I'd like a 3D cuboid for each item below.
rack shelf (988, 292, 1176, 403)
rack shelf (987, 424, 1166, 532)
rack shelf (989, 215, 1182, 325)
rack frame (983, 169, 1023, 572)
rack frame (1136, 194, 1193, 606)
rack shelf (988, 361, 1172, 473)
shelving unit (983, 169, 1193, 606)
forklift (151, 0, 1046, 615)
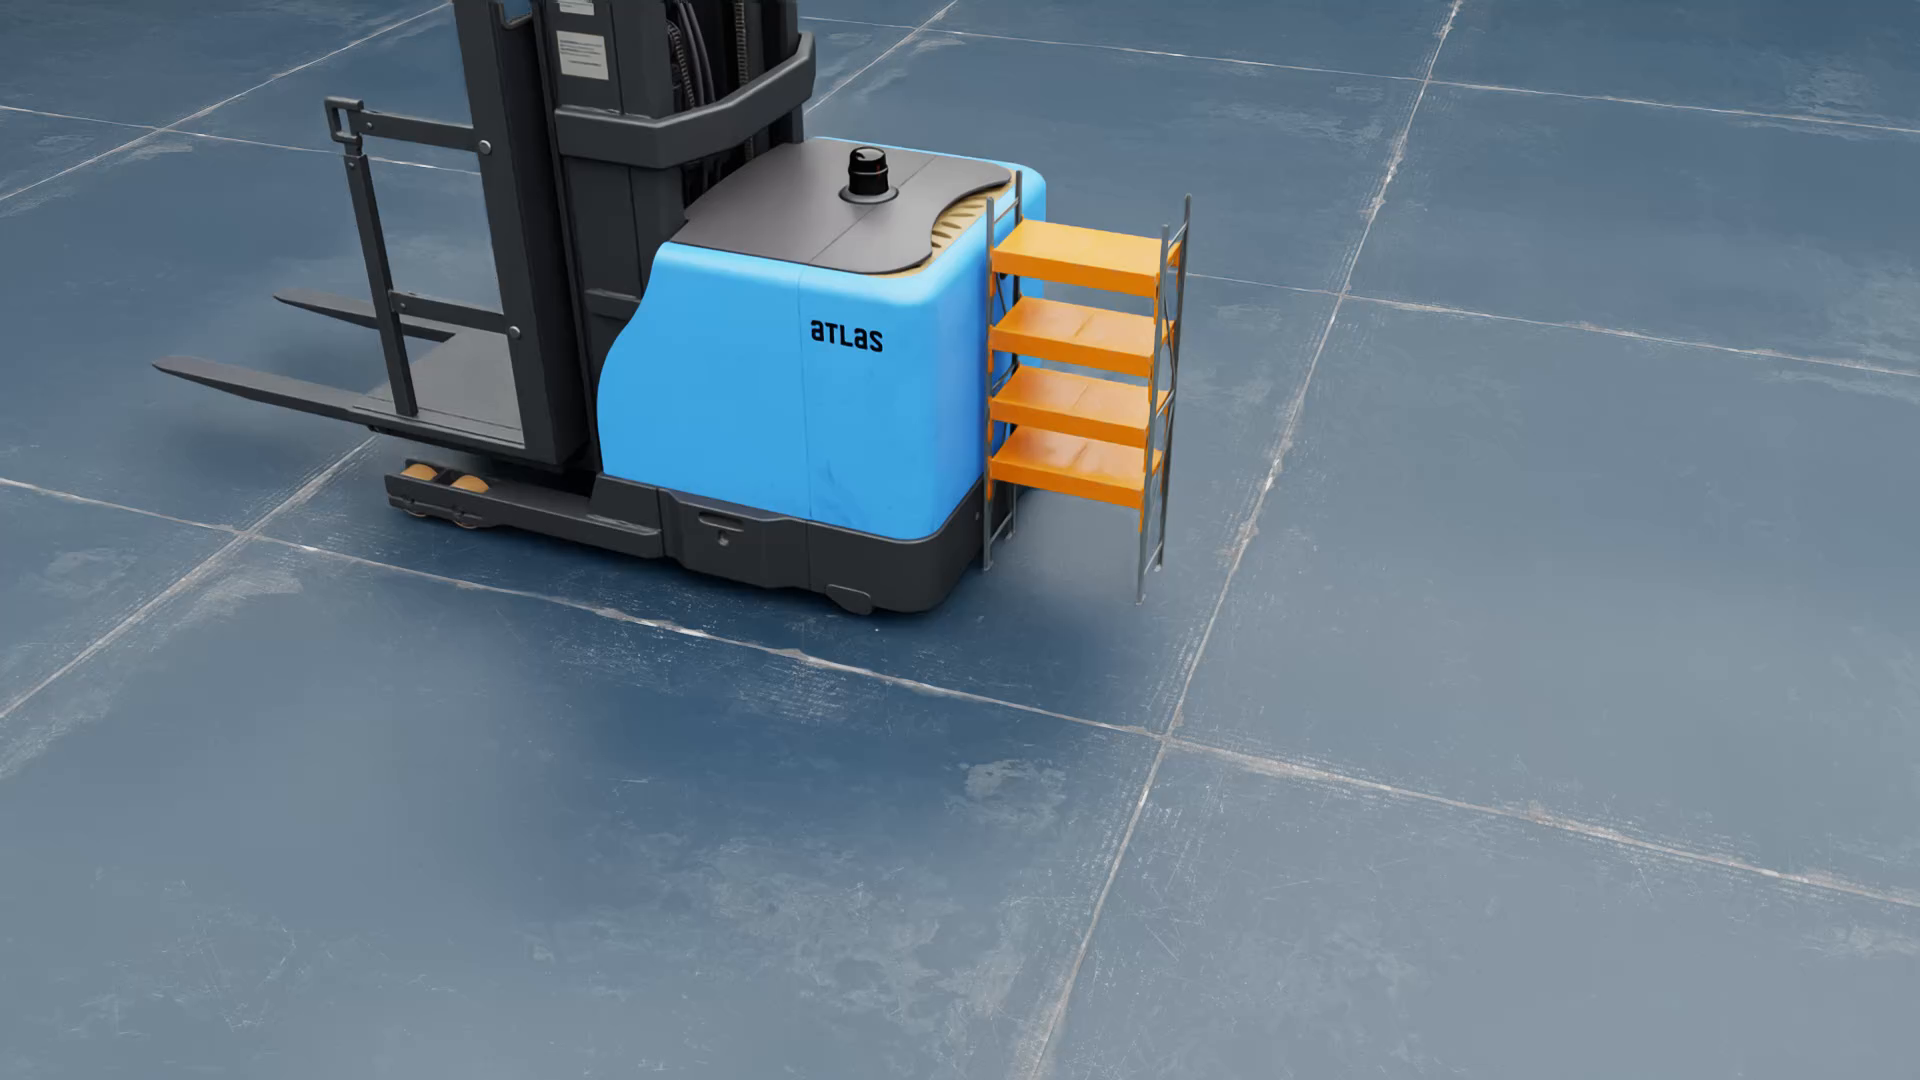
[{"bbox_3d":[0.349,-0.550,4.707,0.480,0.148,0.258,12,35,18],"label":"rack shelf"},{"bbox_3d":[0.349,-0.195,4.936,0.480,0.148,0.258,12,35,18],"label":"rack shelf"},{"bbox_3d":[0.349,-0.749,4.579,0.480,0.148,0.258,12,35,18],"label":"rack shelf"},{"bbox_3d":[0.123,-0.468,4.869,0.015,1.200,0.240,12,35,18],"label":"rack frame"},{"bbox_3d":[0.575,-0.369,4.715,0.015,1.200,0.240,12,35,18],"label":"rack frame"},{"bbox_3d":[0.349,-0.362,4.829,0.480,0.148,0.258,12,35,18],"label":"rack shelf"},{"bbox_3d":[0.349,-0.419,4.792,0.503,1.200,0.258,12,35,18],"label":"shelving unit"},{"bbox_3d":[-1.294,-1.517,4.898,3.031,2.935,1.130,12,35,18],"label":"forklift"}]
